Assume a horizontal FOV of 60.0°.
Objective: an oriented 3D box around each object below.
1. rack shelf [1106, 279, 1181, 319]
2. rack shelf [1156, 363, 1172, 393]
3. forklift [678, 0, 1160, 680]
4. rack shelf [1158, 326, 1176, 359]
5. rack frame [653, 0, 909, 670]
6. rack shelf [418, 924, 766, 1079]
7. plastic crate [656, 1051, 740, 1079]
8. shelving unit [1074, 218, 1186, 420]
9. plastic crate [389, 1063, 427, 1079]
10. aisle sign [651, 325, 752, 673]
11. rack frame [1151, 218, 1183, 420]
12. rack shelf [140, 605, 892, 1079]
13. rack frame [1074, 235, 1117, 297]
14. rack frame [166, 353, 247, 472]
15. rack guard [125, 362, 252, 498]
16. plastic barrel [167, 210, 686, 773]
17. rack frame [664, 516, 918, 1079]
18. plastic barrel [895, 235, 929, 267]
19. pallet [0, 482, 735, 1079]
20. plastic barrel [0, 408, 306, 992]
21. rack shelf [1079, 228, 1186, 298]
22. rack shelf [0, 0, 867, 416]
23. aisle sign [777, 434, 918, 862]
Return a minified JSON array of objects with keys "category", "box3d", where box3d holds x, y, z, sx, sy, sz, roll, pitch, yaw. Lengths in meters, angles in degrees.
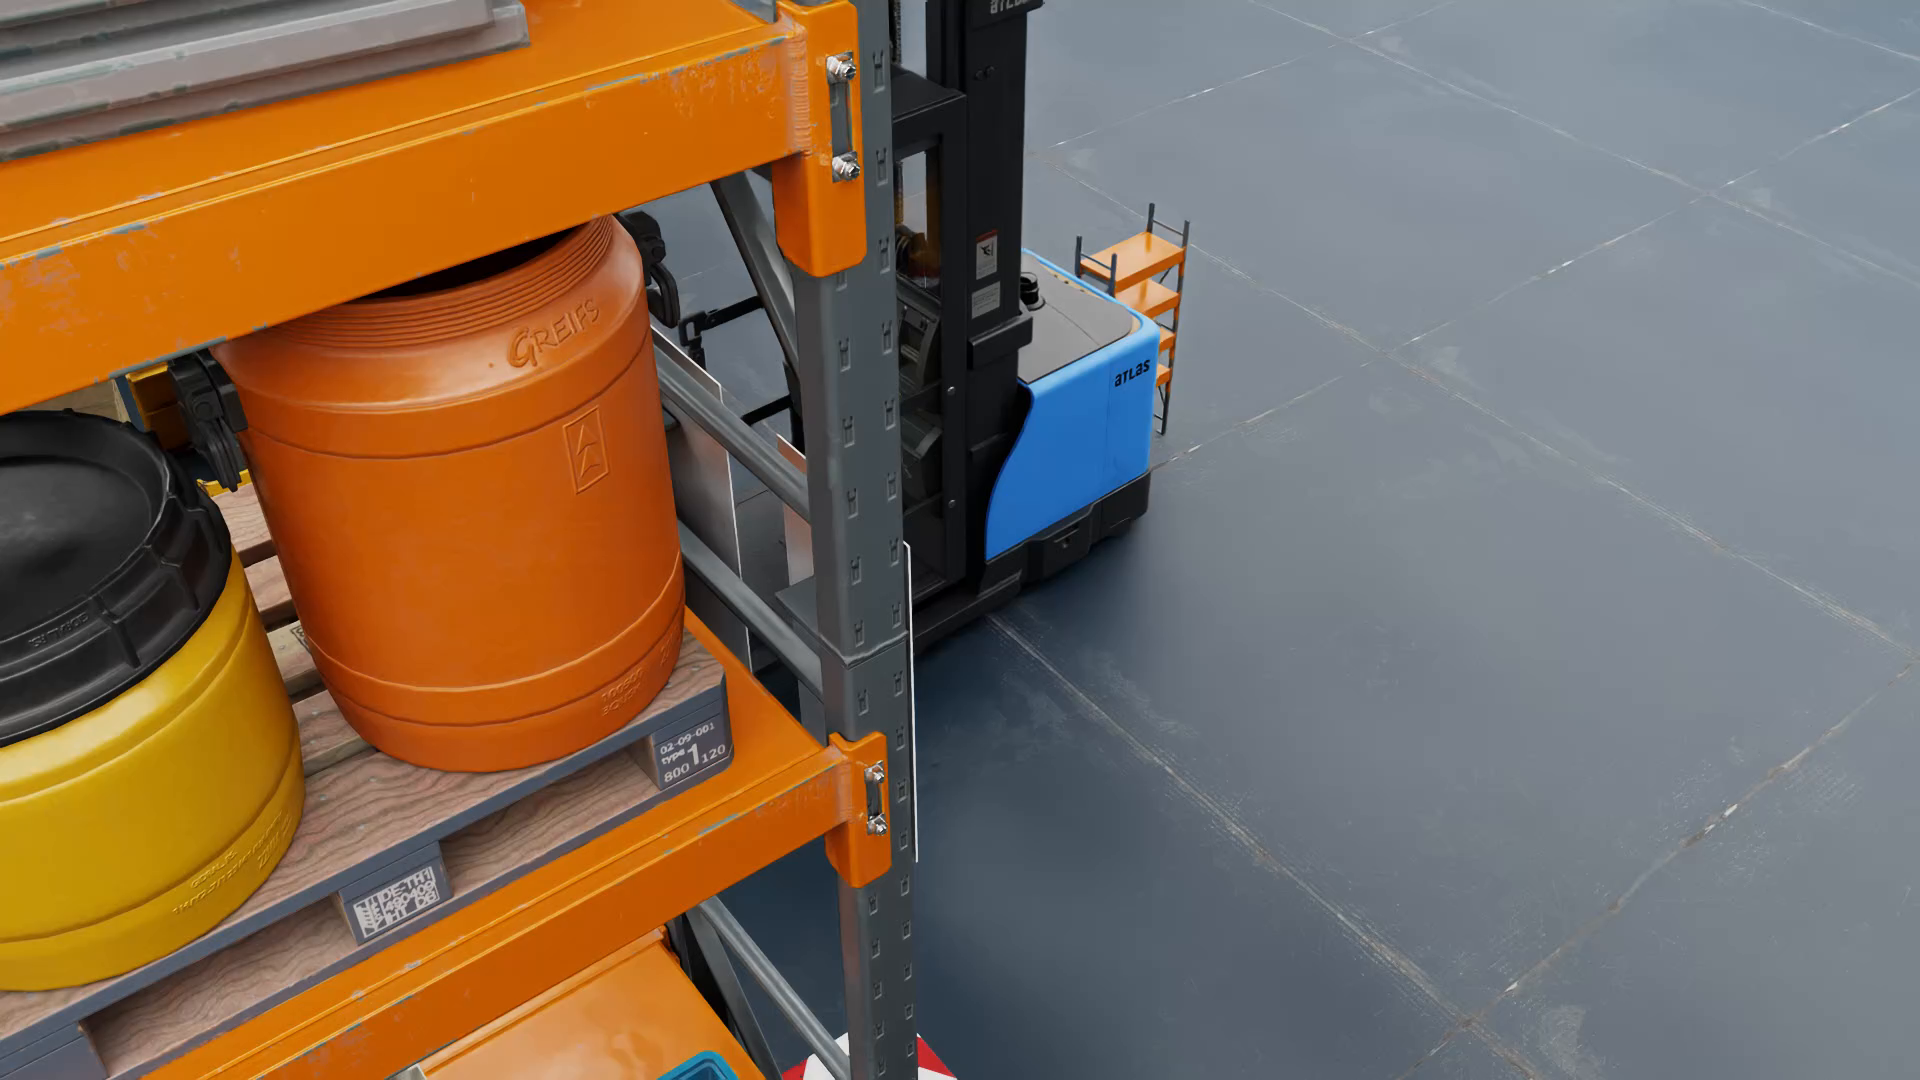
[{"category":"rack shelf","box3d":[0.786,-1.077,7.861,0.480,0.148,0.258,-29,47,-33]},{"category":"rack shelf","box3d":[0.779,-0.746,8.124,0.480,0.148,0.258,-29,47,-33]},{"category":"forklift","box3d":[-8.435,-3.939,10.240,8.709,2.935,18.730,-28,47,-30]},{"category":"rack shelf","box3d":[0.782,-0.902,8.000,0.480,0.148,0.258,-29,47,-33]},{"category":"rack frame","box3d":[-0.441,-1.219,2.141,0.127,3.000,1.000,-26,46,-28]},{"category":"rack shelf","box3d":[-2.027,2.151,3.330,4.000,0.370,1.077,-26,46,-28]},{"category":"plastic crate","box3d":[-0.655,1.501,3.672,0.616,0.251,0.499,-26,46,-28]},{"category":"shelving unit","box3d":[0.782,-0.954,7.957,0.499,1.200,0.258,-29,47,-33]},{"category":"plastic crate","box3d":[-1.346,1.386,3.903,0.250,0.136,0.298,-26,46,-28]},{"category":"aisle sign","box3d":[-0.562,-0.080,3.433,0.004,0.787,0.394,-26,46,-28]},{"category":"rack frame","box3d":[0.963,-1.055,8.090,0.006,1.046,0.228,-29,47,-33]},{"category":"rack shelf","box3d":[-2.027,0.991,2.379,4.000,0.370,1.077,-26,46,-28]},{"category":"rack frame","box3d":[0.604,-0.854,7.827,0.015,1.200,0.240,-29,47,-33]},{"category":"rack frame","box3d":[-3.459,-1.391,7.080,0.127,3.000,1.000,-26,46,-28]},{"category":"rack guard","box3d":[-3.519,-0.395,7.837,0.348,0.500,1.175,-26,46,-28]},{"category":"plastic barrel","box3d":[-0.749,-0.136,2.517,0.708,0.830,0.600,-26,46,-28]},{"category":"rack frame","box3d":[-0.441,1.100,4.044,0.127,3.000,1.000,-26,46,-28]},{"category":"plastic barrel","box3d":[-3.840,2.276,3.482,11.699,1.474,2.904,-26,46,-28]},{"category":"pallet","box3d":[-1.156,0.284,2.823,1.213,0.211,1.003,-26,46,-28]},{"category":"plastic barrel","box3d":[-1.267,0.210,2.285,0.600,0.588,0.600,0,39,0]},{"category":"rack shelf","box3d":[0.790,-1.262,7.714,0.480,0.148,0.258,-29,47,-33]},{"category":"rack shelf","box3d":[-2.027,-0.014,1.554,4.000,0.370,1.077,-26,46,-28]},{"category":"aisle sign","box3d":[-0.203,0.216,3.071,0.004,0.787,0.394,-26,46,-28]}]
